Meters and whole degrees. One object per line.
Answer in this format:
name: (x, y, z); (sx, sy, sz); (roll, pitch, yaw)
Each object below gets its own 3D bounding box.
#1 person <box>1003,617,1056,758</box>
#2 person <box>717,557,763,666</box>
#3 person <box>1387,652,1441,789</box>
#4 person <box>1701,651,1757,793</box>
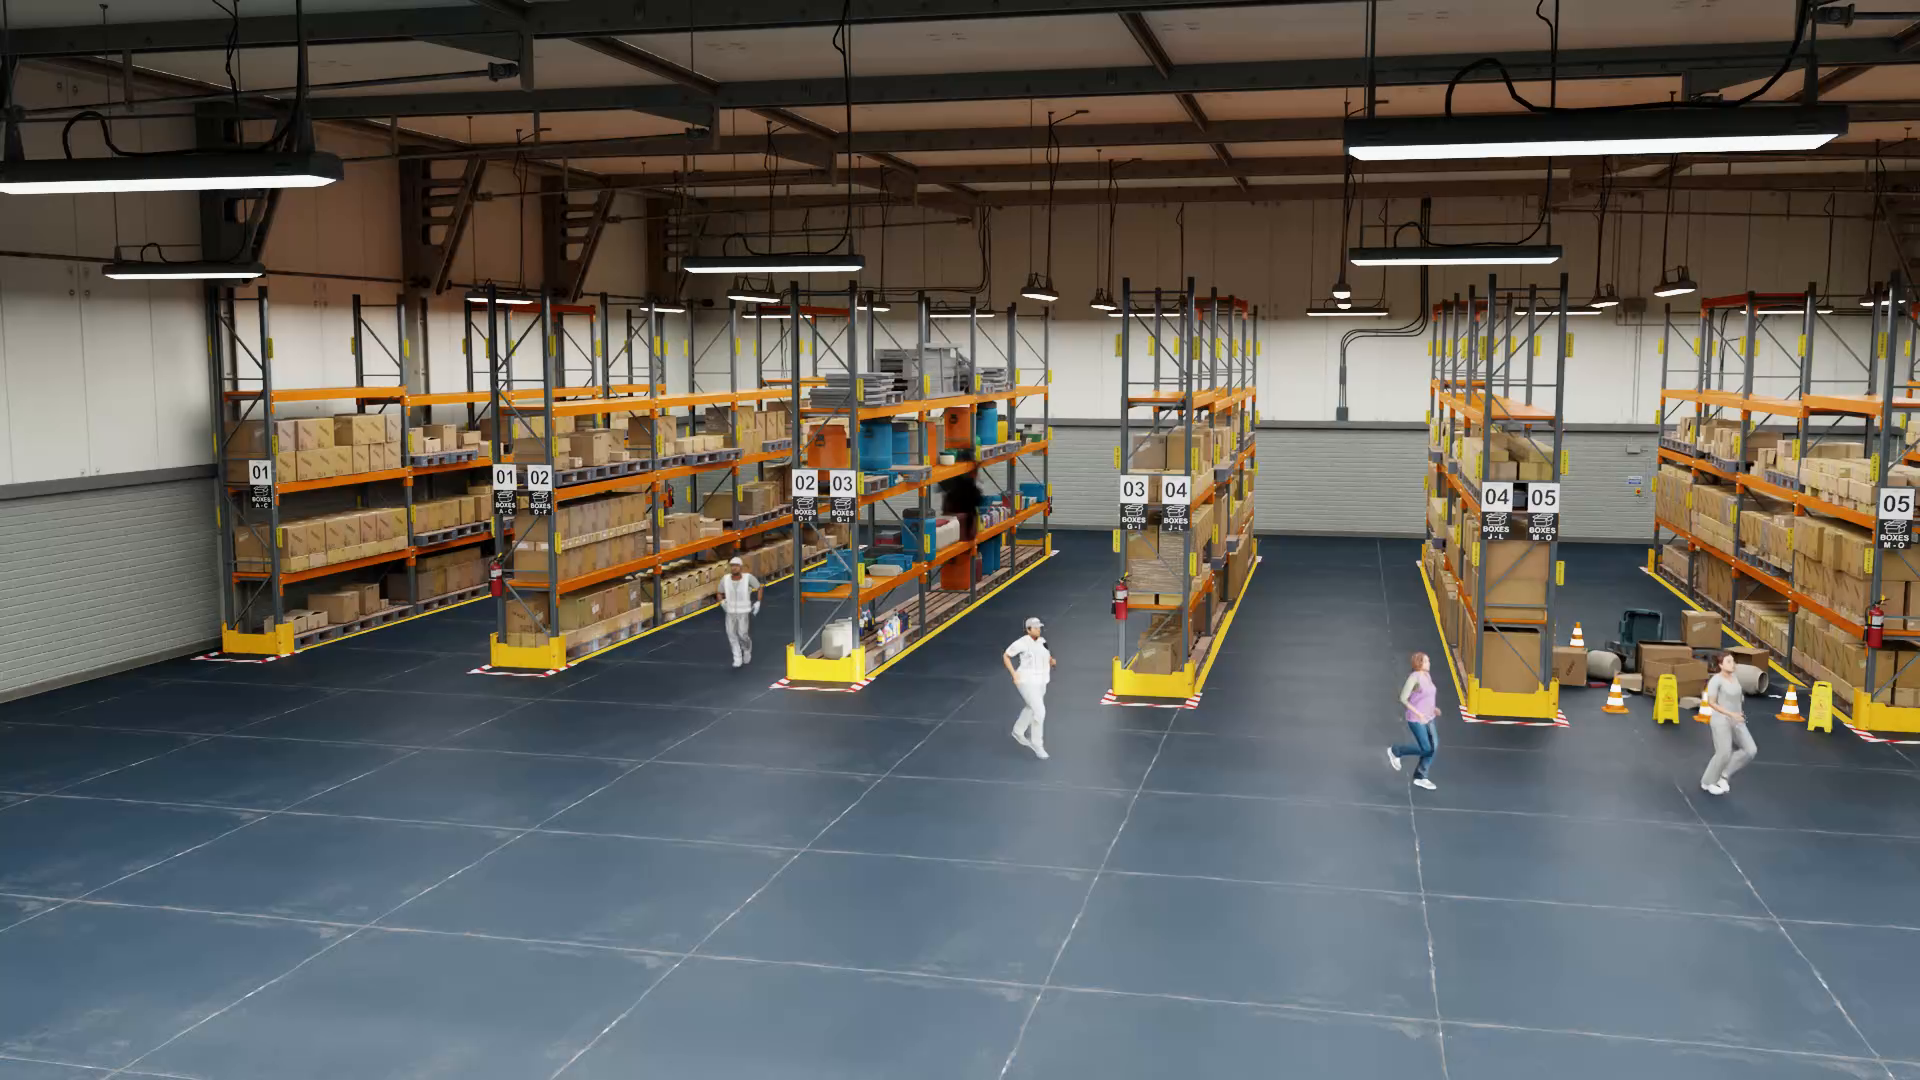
person: (0.885, 1.815, 20.649); (0.764, 1.729, 0.579); (6, 9, 41)
person: (-3.477, 1.136, 26.077); (0.711, 1.738, 0.595); (0, 7, 4)
person: (5.234, 2.051, 19.102); (0.537, 1.561, 0.589); (-6, 9, -44)
person: (8.618, 2.066, 18.656); (0.578, 1.603, 0.574); (-3, 7, -27)
